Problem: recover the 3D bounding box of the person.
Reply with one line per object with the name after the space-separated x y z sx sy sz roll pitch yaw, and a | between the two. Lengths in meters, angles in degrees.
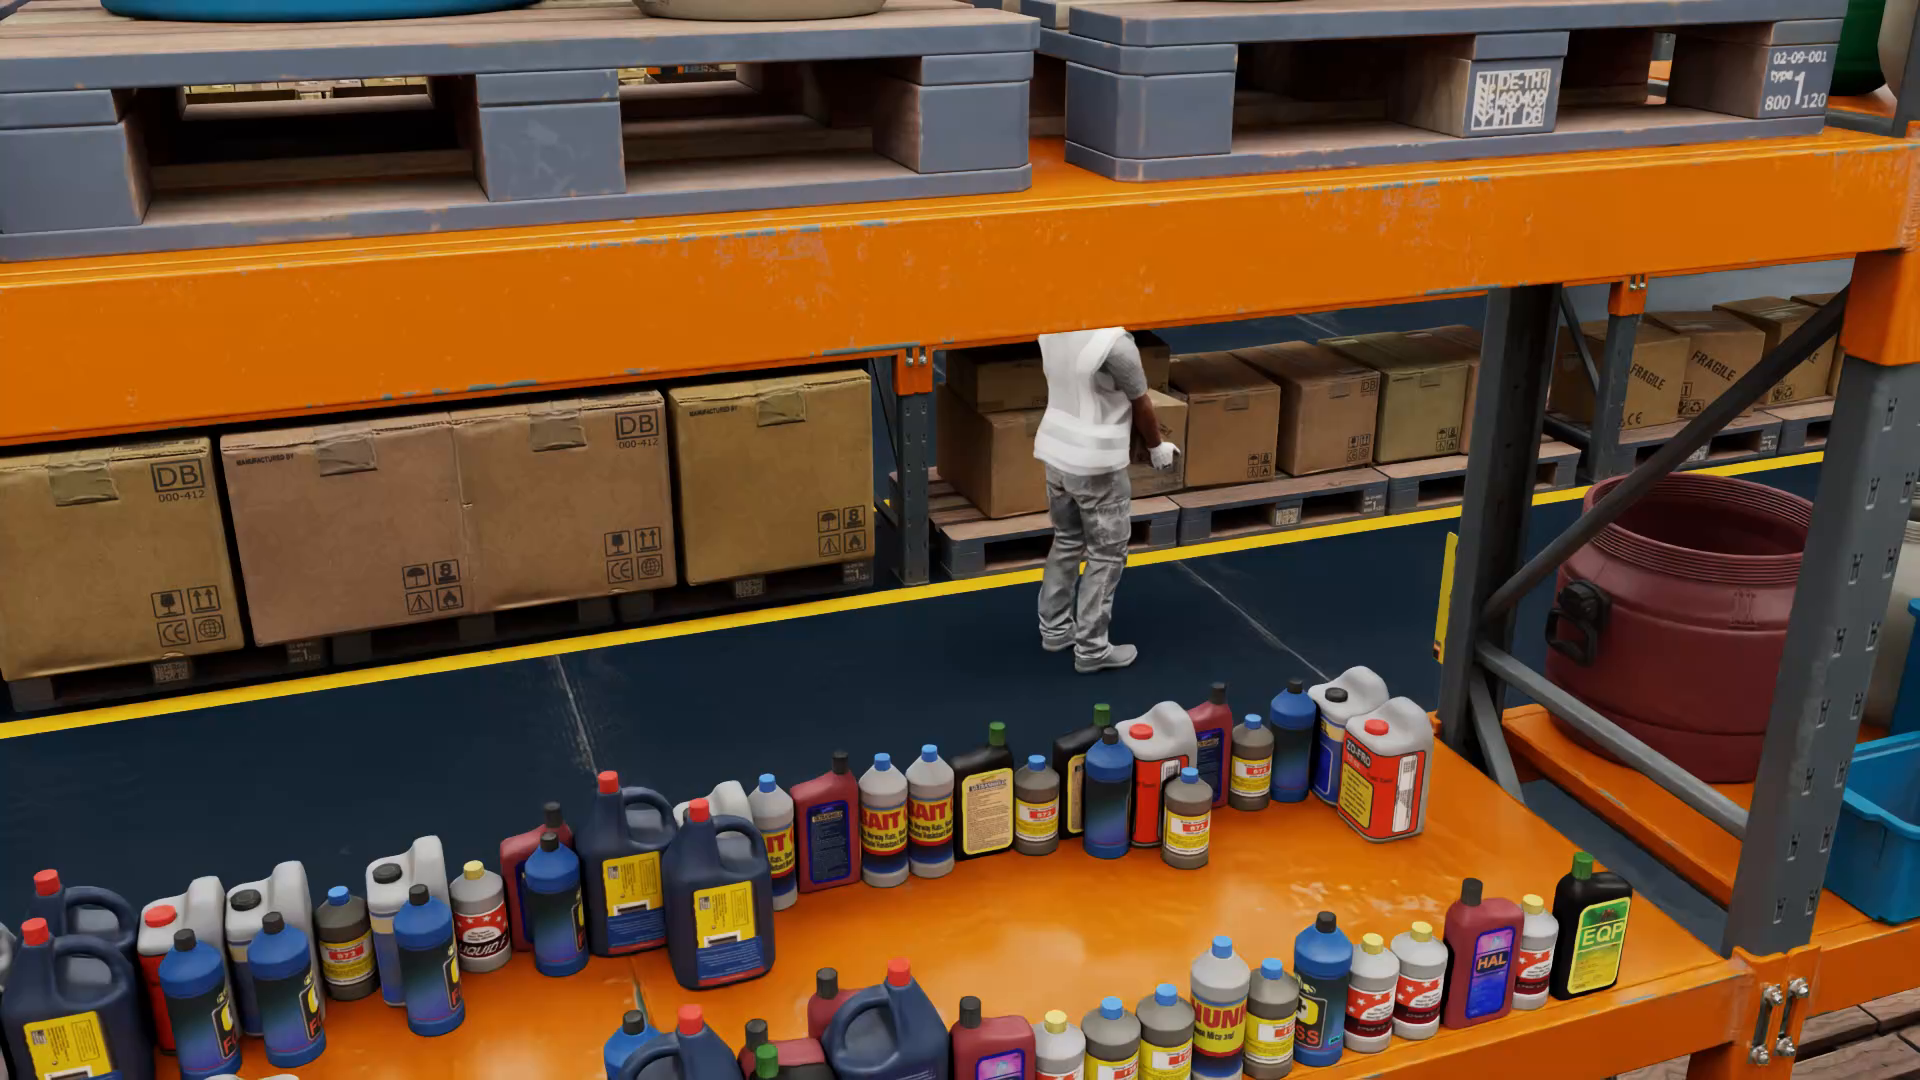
0.597 -0.349 6.922 0.581 1.777 0.492 -14 26 -31 | person
